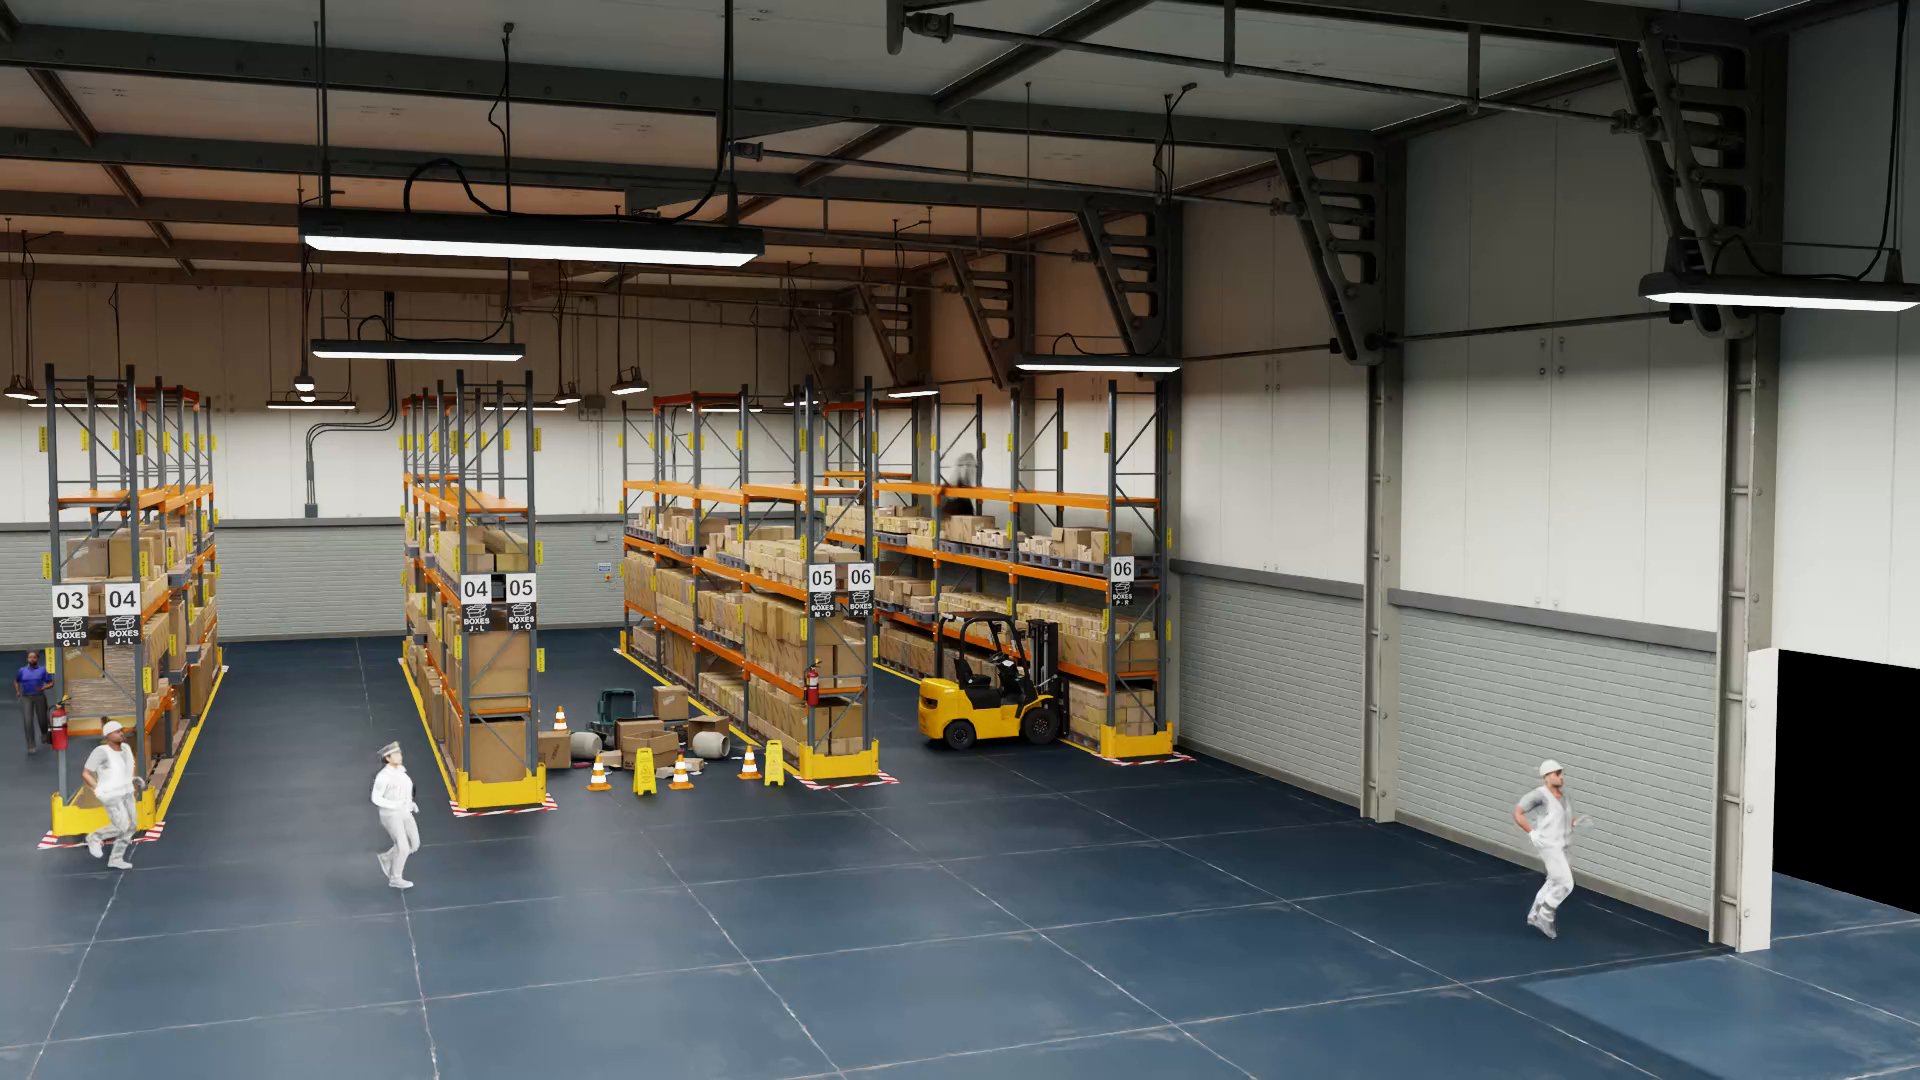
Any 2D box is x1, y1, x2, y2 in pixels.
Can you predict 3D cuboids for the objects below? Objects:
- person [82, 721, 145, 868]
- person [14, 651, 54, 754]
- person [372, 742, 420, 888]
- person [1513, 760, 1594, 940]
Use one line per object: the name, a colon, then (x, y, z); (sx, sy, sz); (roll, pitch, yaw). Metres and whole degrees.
person: (-9.948, 2.998, 19.578); (0.605, 1.740, 0.687); (1, 3, 14)
person: (-15.014, 2.616, 26.956); (0.588, 1.612, 0.834); (-1, 4, -23)
person: (-6.343, 3.082, 18.698); (0.560, 1.648, 0.612); (1, 3, 17)
person: (6.033, 3.131, 16.817); (0.636, 1.797, 0.659); (-3, 4, -38)
